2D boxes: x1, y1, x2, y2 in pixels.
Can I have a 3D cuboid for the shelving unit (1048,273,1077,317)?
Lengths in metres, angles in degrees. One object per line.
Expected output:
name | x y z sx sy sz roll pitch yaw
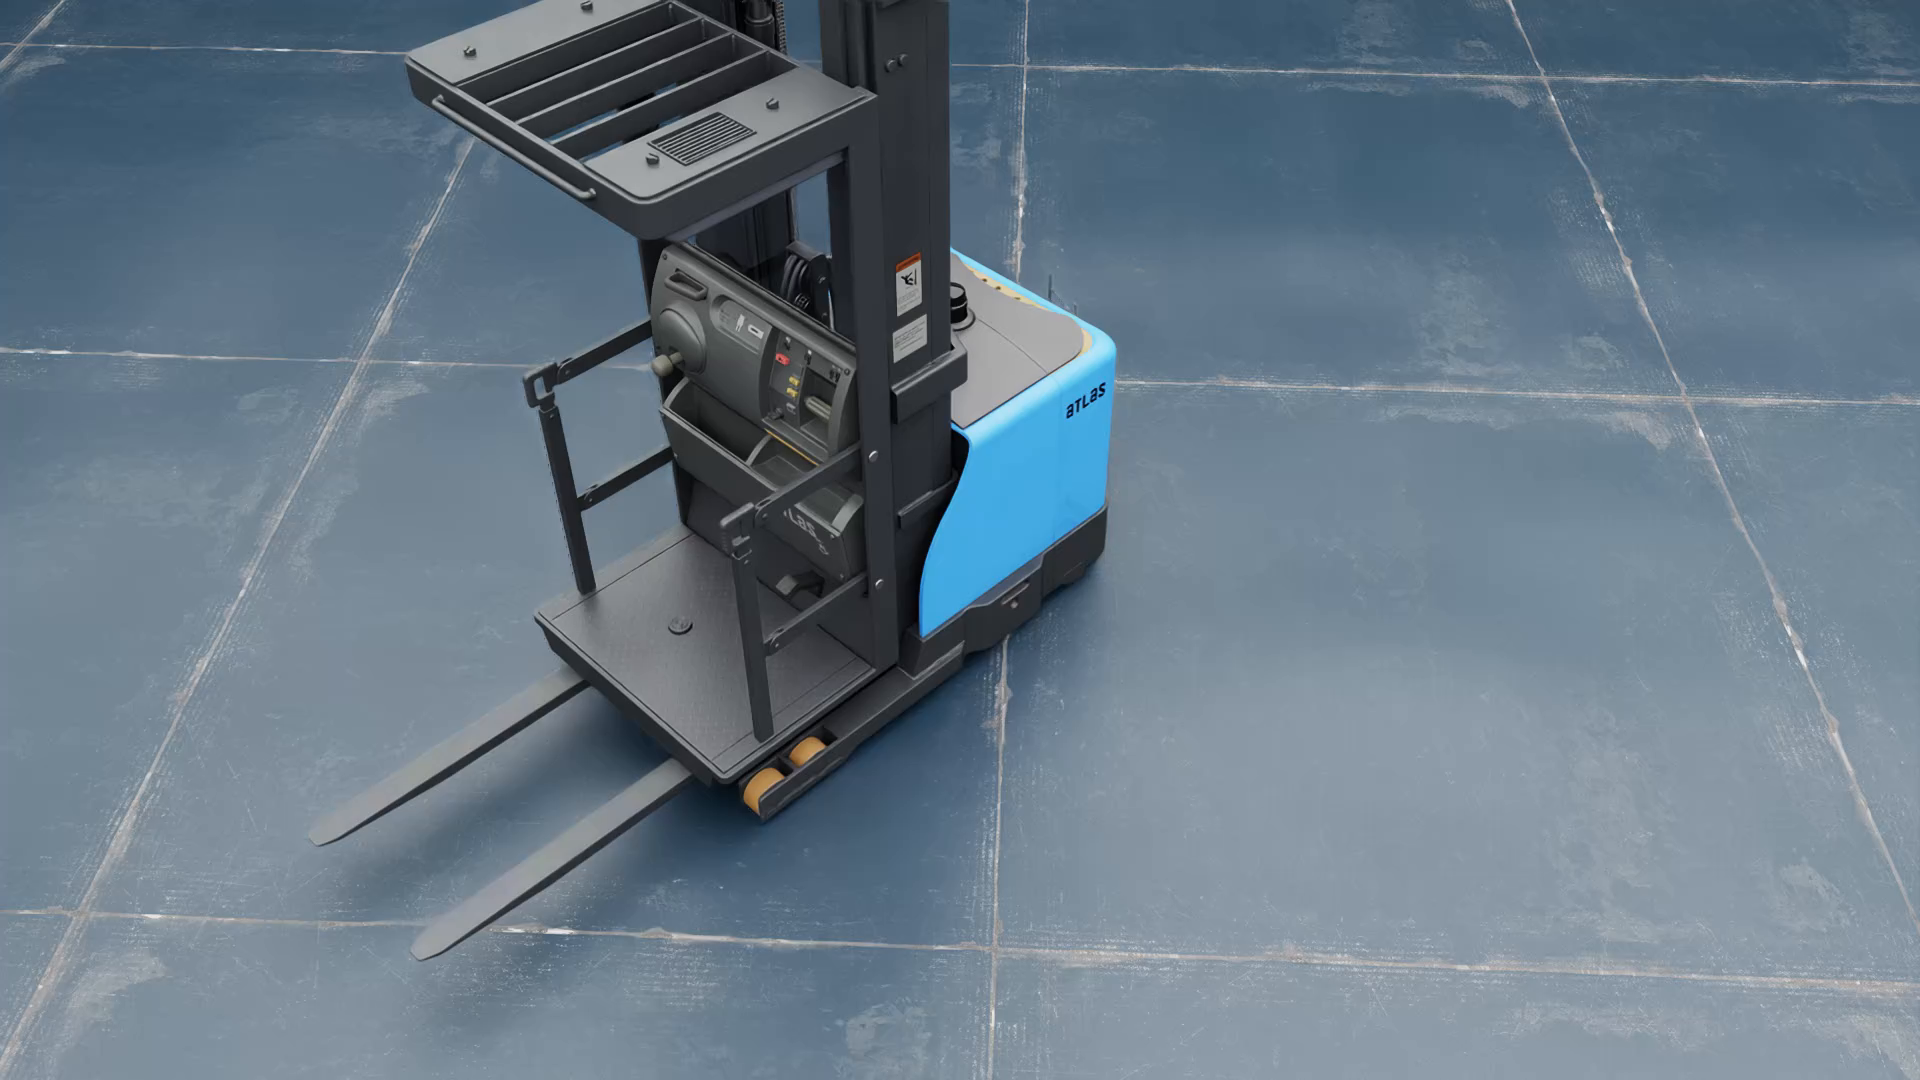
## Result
shelving unit | 0.308 -0.621 6.756 0.210 0.900 0.258 -17 46 -17

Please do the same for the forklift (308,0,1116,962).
forklift | -0.816 -0.523 5.161 1.130 2.935 3.031 34 53 31

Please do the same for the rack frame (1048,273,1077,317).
rack frame | 0.401 -0.649 6.786 0.006 0.900 0.240 -17 46 -17
